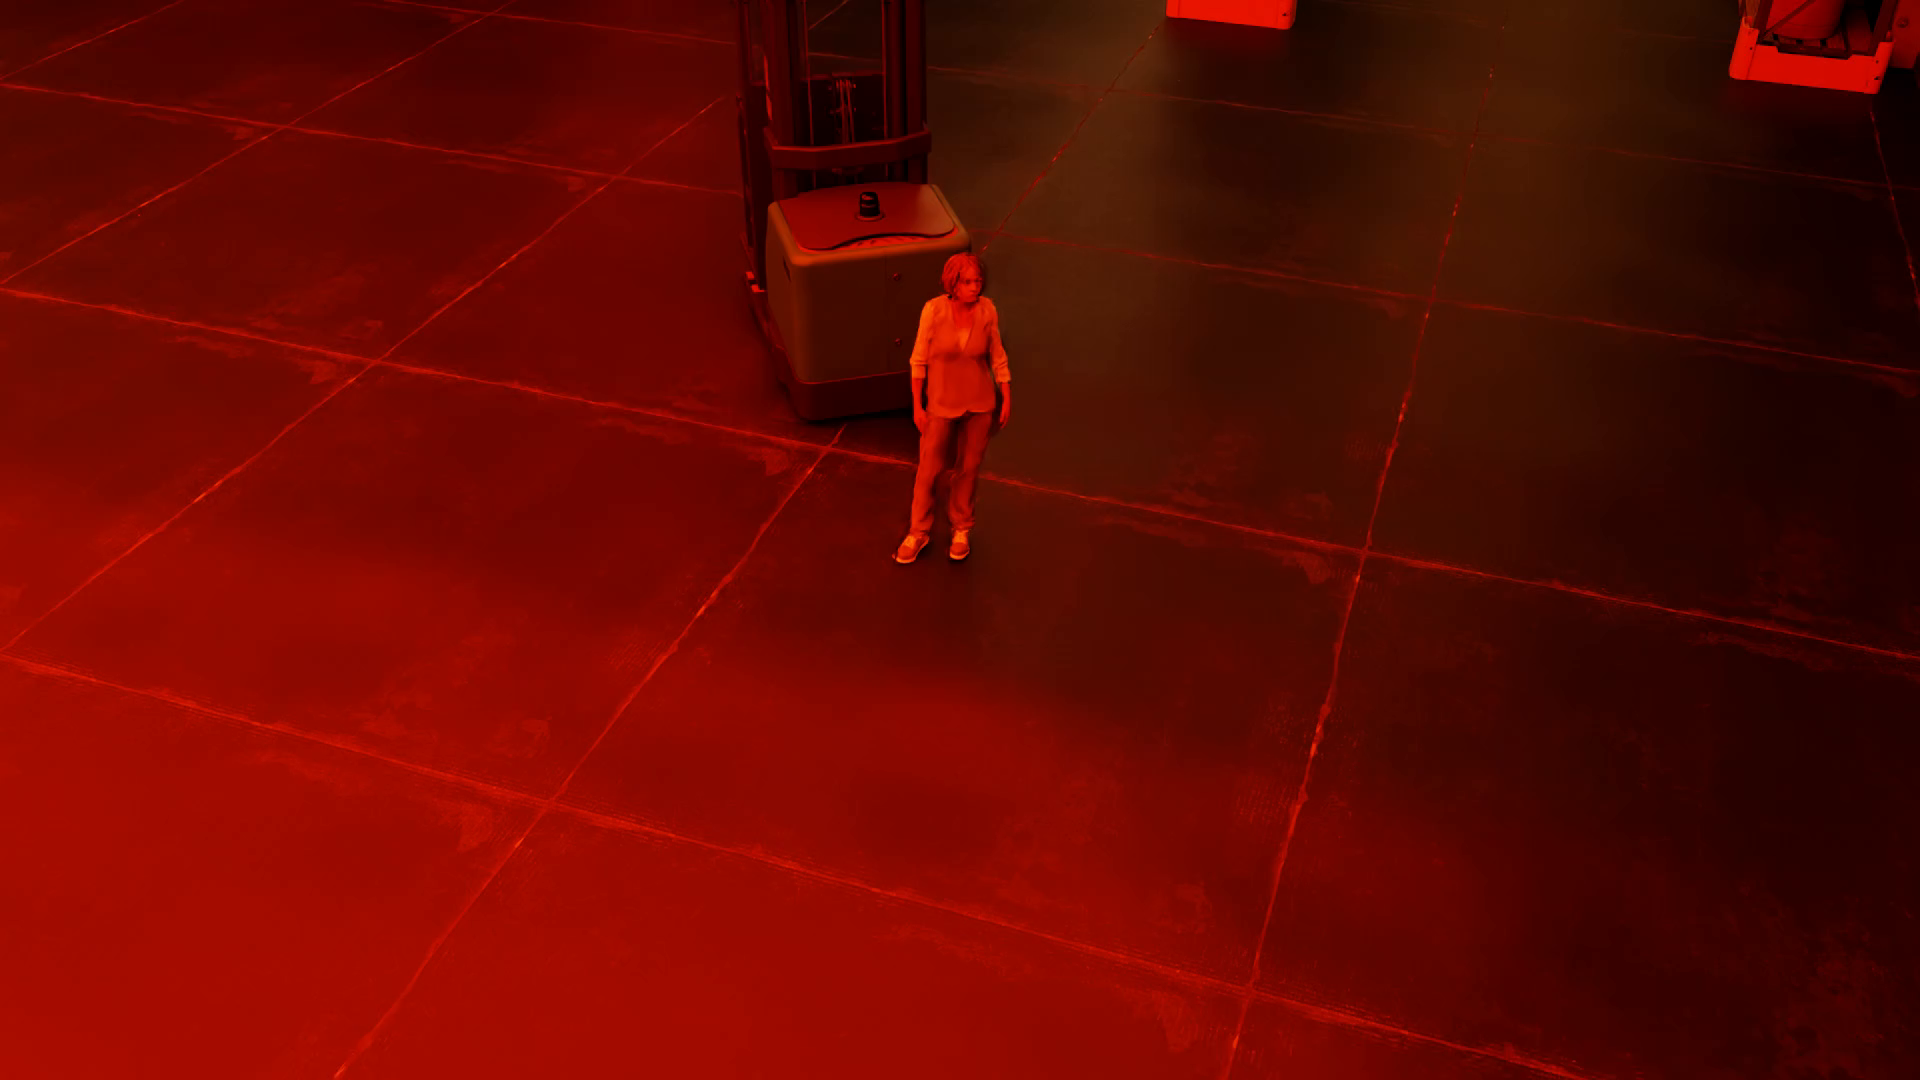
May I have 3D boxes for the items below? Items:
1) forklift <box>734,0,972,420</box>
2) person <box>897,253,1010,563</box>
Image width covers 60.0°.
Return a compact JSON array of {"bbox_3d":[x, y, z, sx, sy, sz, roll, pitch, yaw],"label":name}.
[{"bbox_3d":[-0.800,-2.730,9.962,1.130,2.935,3.031,-9,36,-12],"label":"forklift"},{"bbox_3d":[-0.049,-0.634,8.153,0.617,1.599,0.358,-9,36,-12],"label":"person"}]
